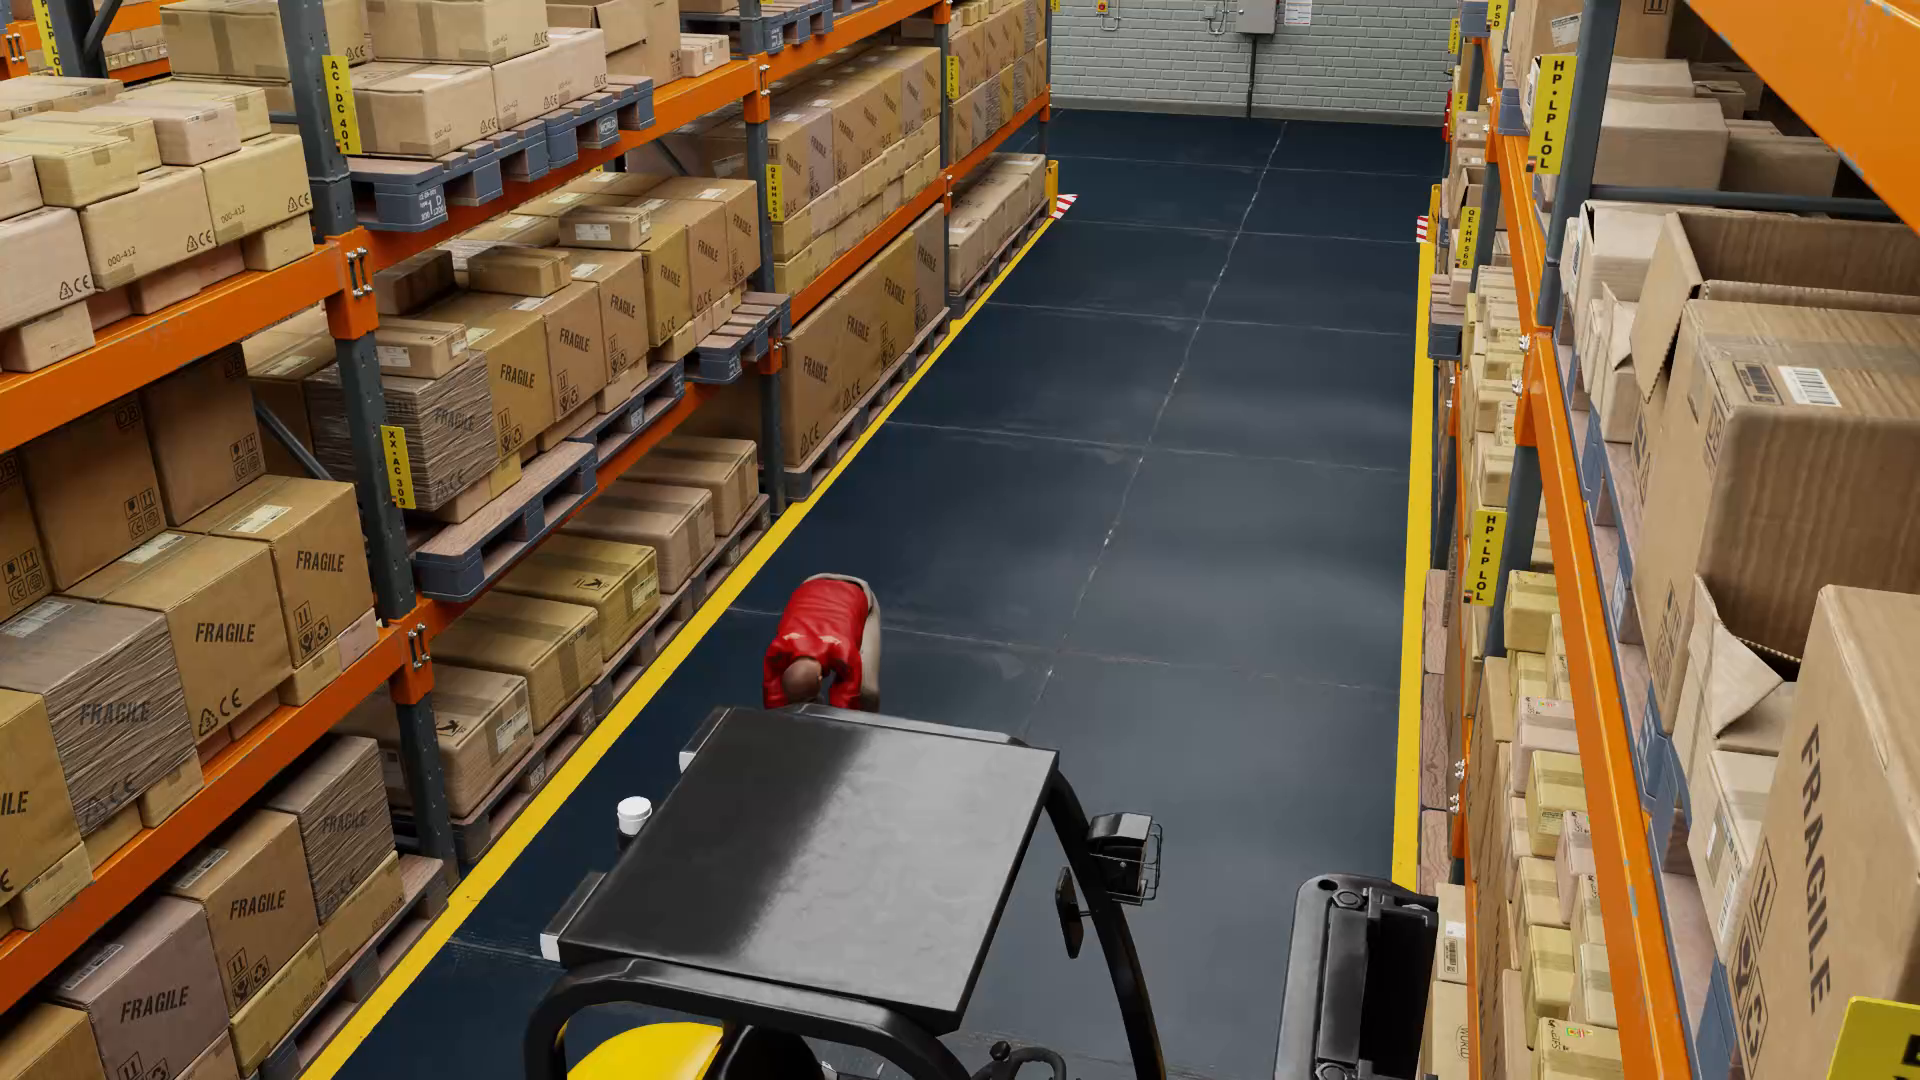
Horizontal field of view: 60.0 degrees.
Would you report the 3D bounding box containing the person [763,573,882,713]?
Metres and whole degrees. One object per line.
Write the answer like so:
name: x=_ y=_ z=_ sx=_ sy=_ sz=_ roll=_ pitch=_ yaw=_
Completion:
person: x=-0.644 y=0.669 z=7.785 sx=0.545 sy=0.845 sz=0.957 roll=5 pitch=26 yaw=11
